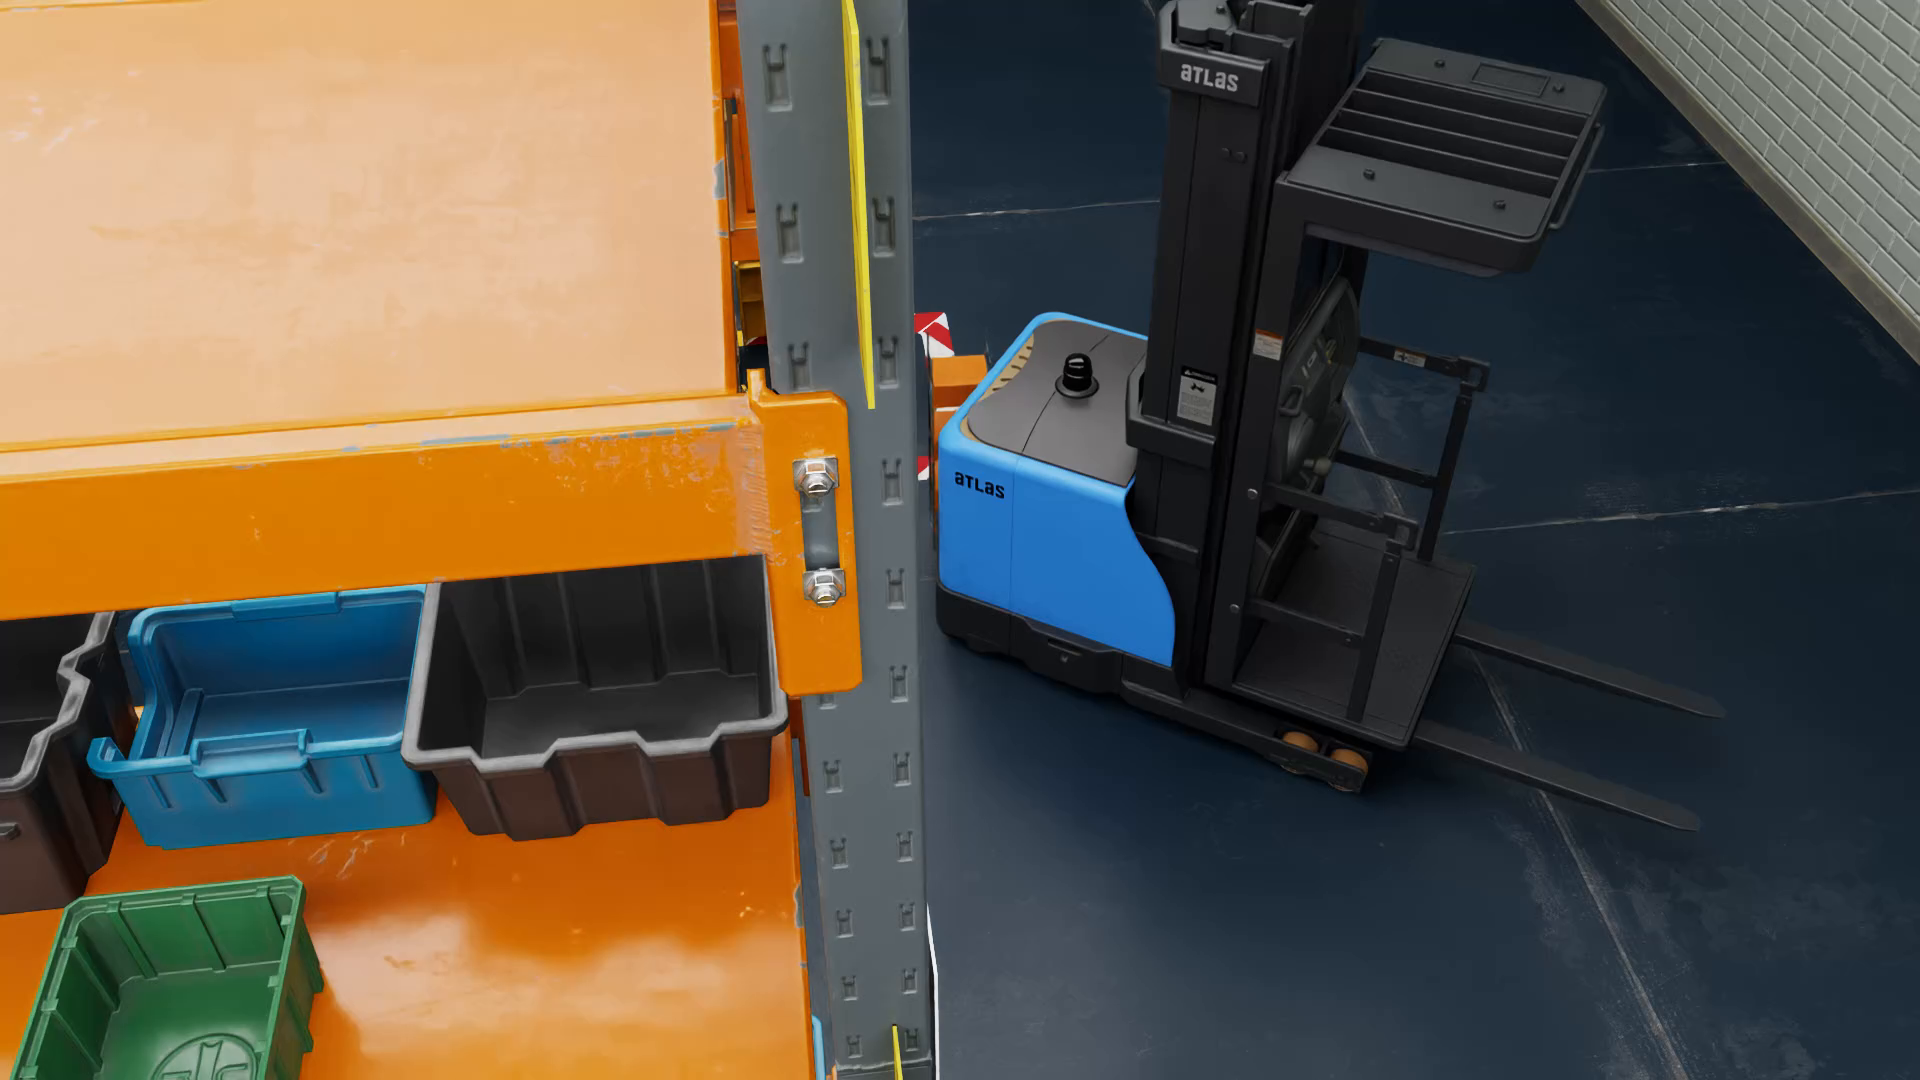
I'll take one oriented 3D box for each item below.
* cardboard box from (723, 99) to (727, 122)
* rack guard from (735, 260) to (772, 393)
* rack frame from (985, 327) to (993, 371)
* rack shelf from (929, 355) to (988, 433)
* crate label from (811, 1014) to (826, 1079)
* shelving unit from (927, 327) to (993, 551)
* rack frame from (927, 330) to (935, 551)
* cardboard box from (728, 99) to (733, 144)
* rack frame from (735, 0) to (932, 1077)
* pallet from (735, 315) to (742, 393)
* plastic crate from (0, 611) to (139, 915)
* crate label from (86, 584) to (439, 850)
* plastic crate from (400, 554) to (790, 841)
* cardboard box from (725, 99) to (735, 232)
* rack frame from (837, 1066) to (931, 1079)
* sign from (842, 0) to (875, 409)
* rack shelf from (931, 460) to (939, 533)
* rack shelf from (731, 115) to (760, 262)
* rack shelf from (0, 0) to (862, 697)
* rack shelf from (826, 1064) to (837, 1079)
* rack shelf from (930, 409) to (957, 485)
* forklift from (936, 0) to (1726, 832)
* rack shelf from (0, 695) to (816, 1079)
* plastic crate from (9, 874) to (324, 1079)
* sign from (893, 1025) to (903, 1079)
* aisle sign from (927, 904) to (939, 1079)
[{"bbox_3d":[-1.209,-1.991,6.612,0.500,0.500,0.500,-5,42,-6],"label":"cardboard box"},{"bbox_3d":[-0.879,-0.869,8.055,0.348,0.500,1.175,-5,42,-6],"label":"rack guard"},{"bbox_3d":[0.120,-0.424,7.152,0.008,1.050,0.200,-4,42,-4],"label":"rack frame"},{"bbox_3d":[-0.002,-0.619,6.960,0.240,0.259,0.215,-4,42,-4],"label":"rack shelf"},{"bbox_3d":[-0.453,1.329,3.833,0.303,0.233,0.416,-5,42,-6],"label":"crate label"},{"bbox_3d":[-0.002,-0.416,7.143,0.252,1.050,0.215,-4,42,-4],"label":"shelving unit"},{"bbox_3d":[-0.123,-0.408,7.134,0.008,1.050,0.200,-4,42,-4],"label":"rack frame"},{"bbox_3d":[-1.278,-1.978,7.343,0.500,0.500,0.500,-4,42,-5],"label":"cardboard box"},{"bbox_3d":[-0.165,-0.742,1.569,0.127,3.000,1.000,-5,42,-6],"label":"rack frame"},{"bbox_3d":[-1.669,-0.692,8.075,1.213,0.211,1.003,-5,42,-6],"label":"pallet"},{"bbox_3d":[-1.716,0.345,2.649,0.767,0.338,0.504,-5,42,-6],"label":"plastic crate"},{"bbox_3d":[-1.122,0.293,2.772,0.502,0.251,0.408,-5,42,-6],"label":"crate label"},{"bbox_3d":[-0.583,0.269,2.785,0.590,0.269,0.497,-5,42,-6],"label":"plastic crate"},{"bbox_3d":[-1.212,-1.621,6.949,0.500,0.500,0.500,-4,42,-4],"label":"cardboard box"},{"bbox_3d":[-0.165,1.486,3.578,0.127,3.000,1.000,-5,42,-6],"label":"rack frame"},{"bbox_3d":[-0.078,-0.258,1.273,0.005,0.325,0.100,-5,42,-6],"label":"sign"},{"bbox_3d":[-0.002,-0.202,7.336,0.240,0.259,0.215,-4,42,-4],"label":"rack shelf"},{"bbox_3d":[-2.787,-1.363,7.274,4.000,0.370,1.077,-5,42,-6],"label":"rack shelf"},{"bbox_3d":[-2.148,-0.152,1.751,4.000,0.370,1.077,-5,42,-6],"label":"rack shelf"},{"bbox_3d":[-2.148,1.927,3.626,4.000,0.370,1.077,-5,42,-6],"label":"rack shelf"},{"bbox_3d":[-0.002,-0.408,7.150,0.240,0.259,0.215,-4,42,-4],"label":"rack shelf"},{"bbox_3d":[1.452,-0.532,5.866,3.031,2.935,1.130,19,45,20],"label":"forklift"},{"bbox_3d":[-2.148,0.813,2.622,4.000,0.370,1.077,-5,42,-6],"label":"rack shelf"},{"bbox_3d":[-1.106,0.726,2.339,0.336,0.188,0.450,-5,42,-6],"label":"plastic crate"},{"bbox_3d":[-0.078,0.775,2.205,0.005,0.325,0.100,-5,42,-6],"label":"sign"},{"bbox_3d":[-0.056,0.709,2.499,0.004,0.787,0.394,-5,42,-6],"label":"aisle sign"}]
